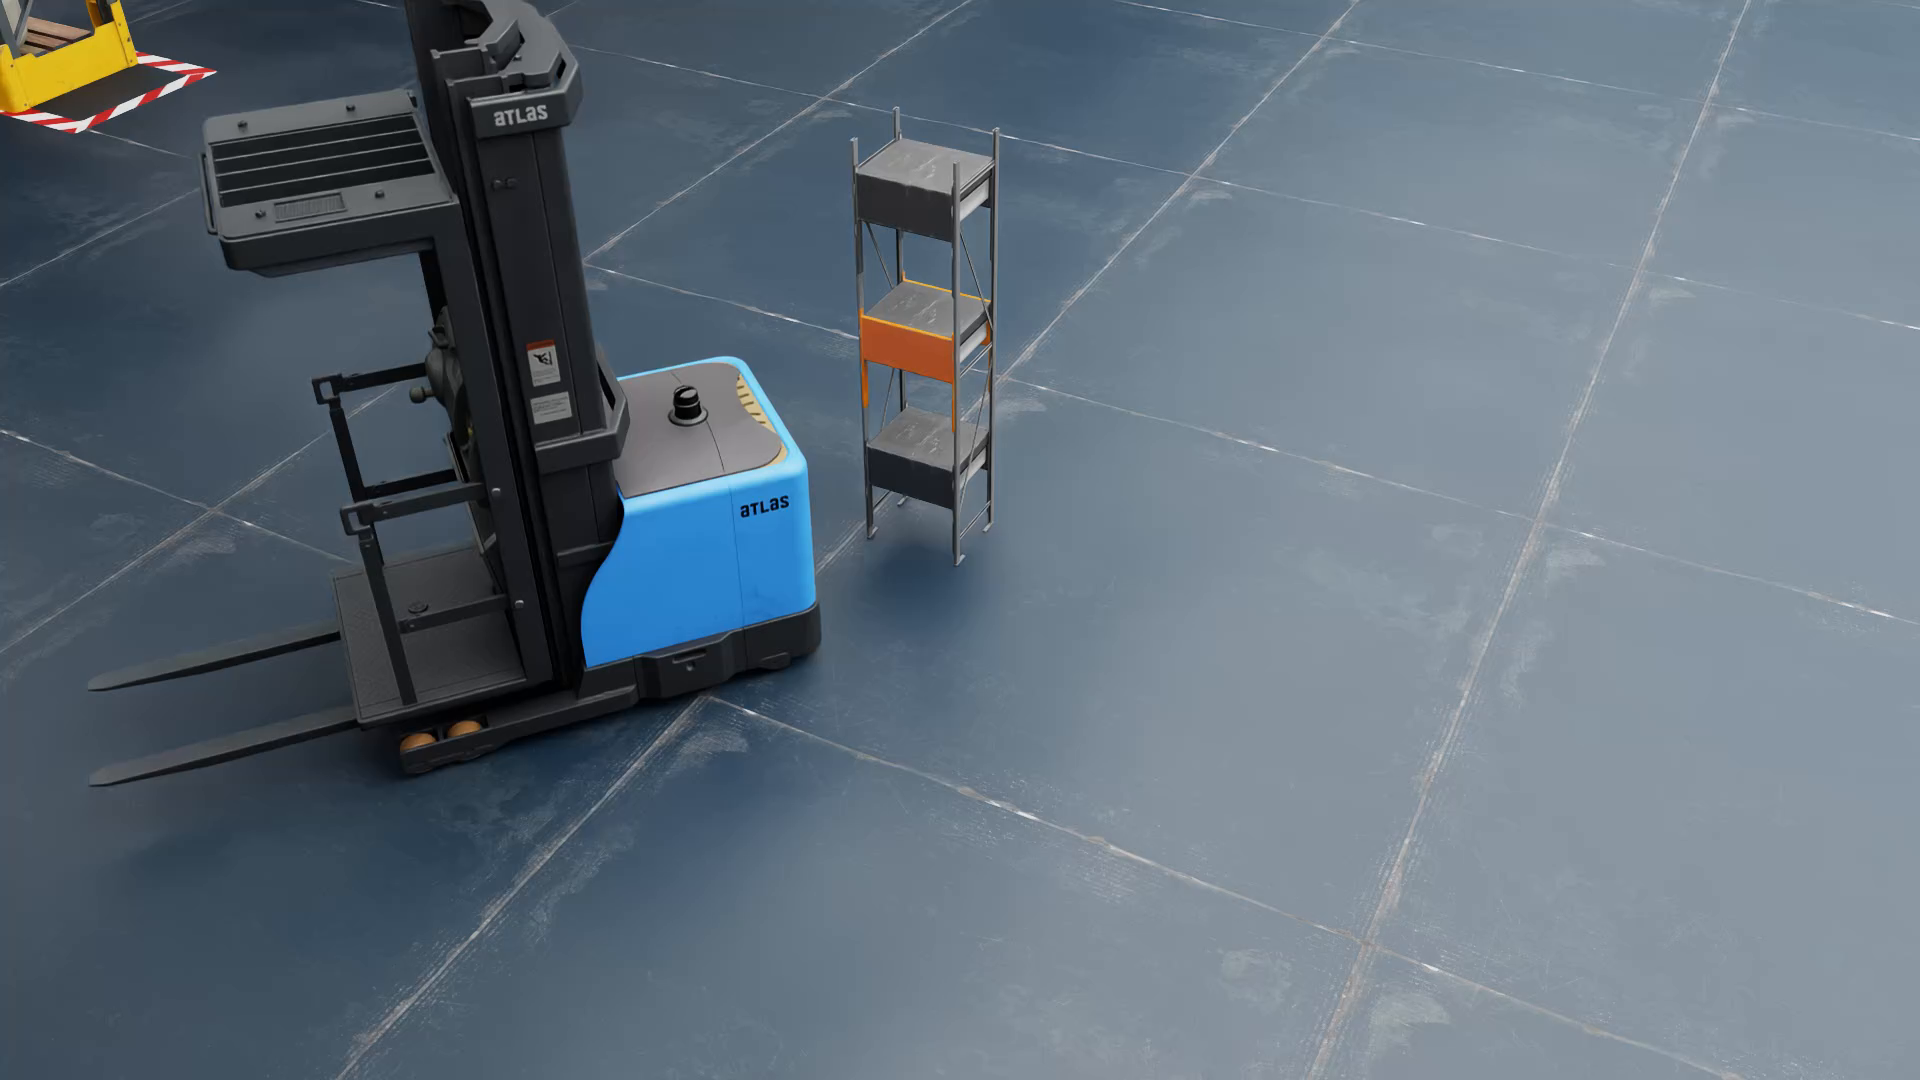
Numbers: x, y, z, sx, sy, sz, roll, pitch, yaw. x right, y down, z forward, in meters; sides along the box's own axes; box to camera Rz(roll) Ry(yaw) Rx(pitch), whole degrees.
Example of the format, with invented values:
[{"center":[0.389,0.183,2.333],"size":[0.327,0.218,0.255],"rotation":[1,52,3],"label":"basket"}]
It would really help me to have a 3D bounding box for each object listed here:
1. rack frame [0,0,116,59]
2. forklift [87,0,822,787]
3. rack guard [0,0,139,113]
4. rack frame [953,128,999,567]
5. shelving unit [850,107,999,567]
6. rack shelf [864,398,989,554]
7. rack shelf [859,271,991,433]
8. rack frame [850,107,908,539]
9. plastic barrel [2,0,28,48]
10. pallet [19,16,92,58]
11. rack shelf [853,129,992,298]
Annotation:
[{"center":[-6.860,-4.747,12.023],"size":[0.127,3.000,1.000],"rotation":[17,41,21],"label":"rack frame"},{"center":[-2.193,-0.557,6.559],"size":[3.031,2.935,1.130],"rotation":[-14,40,-18],"label":"forklift"},{"center":[-6.950,-3.747,12.773],"size":[0.348,0.500,1.175],"rotation":[17,41,21],"label":"rack guard"},{"center":[0.070,-0.815,7.586],"size":[0.015,2.100,0.400],"rotation":[17,41,21],"label":"rack frame"},{"center":[-0.147,-0.882,7.676],"size":[0.503,2.100,0.431],"rotation":[17,41,21],"label":"shelving unit"},{"center":[-0.147,-0.314,8.107],"size":[0.480,0.518,0.431],"rotation":[17,41,21],"label":"rack shelf"},{"center":[-0.147,-0.872,7.684],"size":[0.480,0.518,0.431],"rotation":[17,41,21],"label":"rack shelf"},{"center":[-0.364,-0.950,7.765],"size":[0.015,2.100,0.400],"rotation":[17,41,21],"label":"rack frame"},{"center":[-7.480,-4.065,12.835],"size":[0.421,0.512,0.421],"rotation":[0,37,0],"label":"plastic barrel"},{"center":[-7.668,-3.861,13.162],"size":[1.213,0.211,1.003],"rotation":[17,41,21],"label":"pallet"},{"center":[-0.147,-1.429,7.261],"size":[0.480,0.518,0.431],"rotation":[17,41,21],"label":"rack shelf"}]
